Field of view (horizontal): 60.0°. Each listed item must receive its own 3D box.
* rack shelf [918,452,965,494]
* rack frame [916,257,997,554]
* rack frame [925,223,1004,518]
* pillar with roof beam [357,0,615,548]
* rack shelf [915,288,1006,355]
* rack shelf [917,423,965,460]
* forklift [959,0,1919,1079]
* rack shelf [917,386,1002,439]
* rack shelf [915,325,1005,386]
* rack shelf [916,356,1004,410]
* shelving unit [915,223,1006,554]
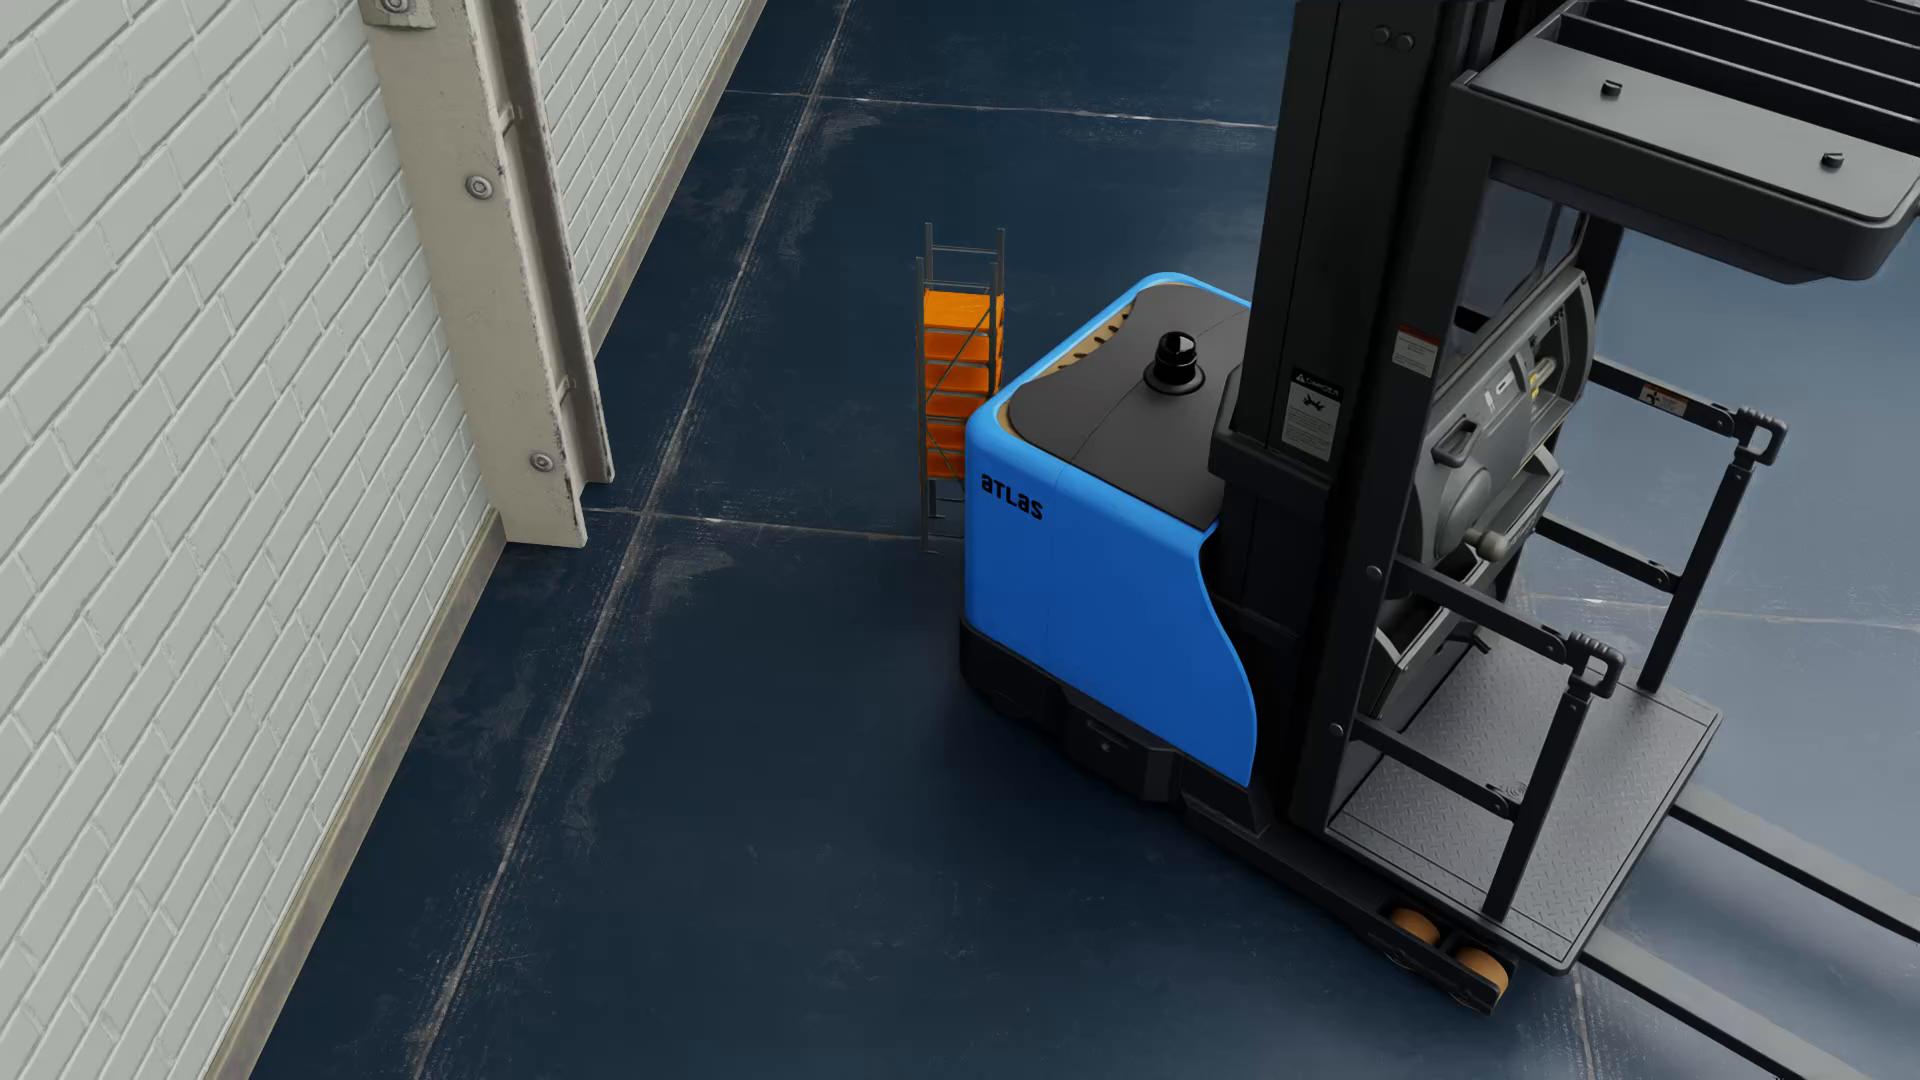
[{"bbox_3d":[0.002,-0.239,5.543,0.258,0.103,0.180,5,44,6],"label":"rack shelf"},{"bbox_3d":[-0.010,-0.383,5.282,0.240,1.200,0.006,5,44,6],"label":"rack frame"},{"bbox_3d":[0.014,-0.508,5.414,0.240,1.200,0.006,5,44,6],"label":"rack frame"},{"bbox_3d":[2.844,-2.998,2.371,9.100,9.000,0.400,5,44,6],"label":"pillar with roof beam"},{"bbox_3d":[0.002,-0.675,5.131,0.258,0.103,0.180,5,44,6],"label":"rack shelf"},{"bbox_3d":[0.002,-0.326,5.461,0.258,0.103,0.180,5,44,6],"label":"rack shelf"},{"bbox_3d":[1.461,-0.233,3.864,3.031,2.935,1.130,29,51,27],"label":"forklift"},{"bbox_3d":[0.002,-0.413,5.378,0.258,0.103,0.180,5,44,6],"label":"rack shelf"},{"bbox_3d":[0.002,-0.588,5.213,0.258,0.103,0.180,5,44,6],"label":"rack shelf"},{"bbox_3d":[0.002,-0.500,5.296,0.258,0.103,0.180,5,44,6],"label":"rack shelf"},{"bbox_3d":[0.002,-0.446,5.348,0.258,1.200,0.189,5,44,6],"label":"shelving unit"}]
